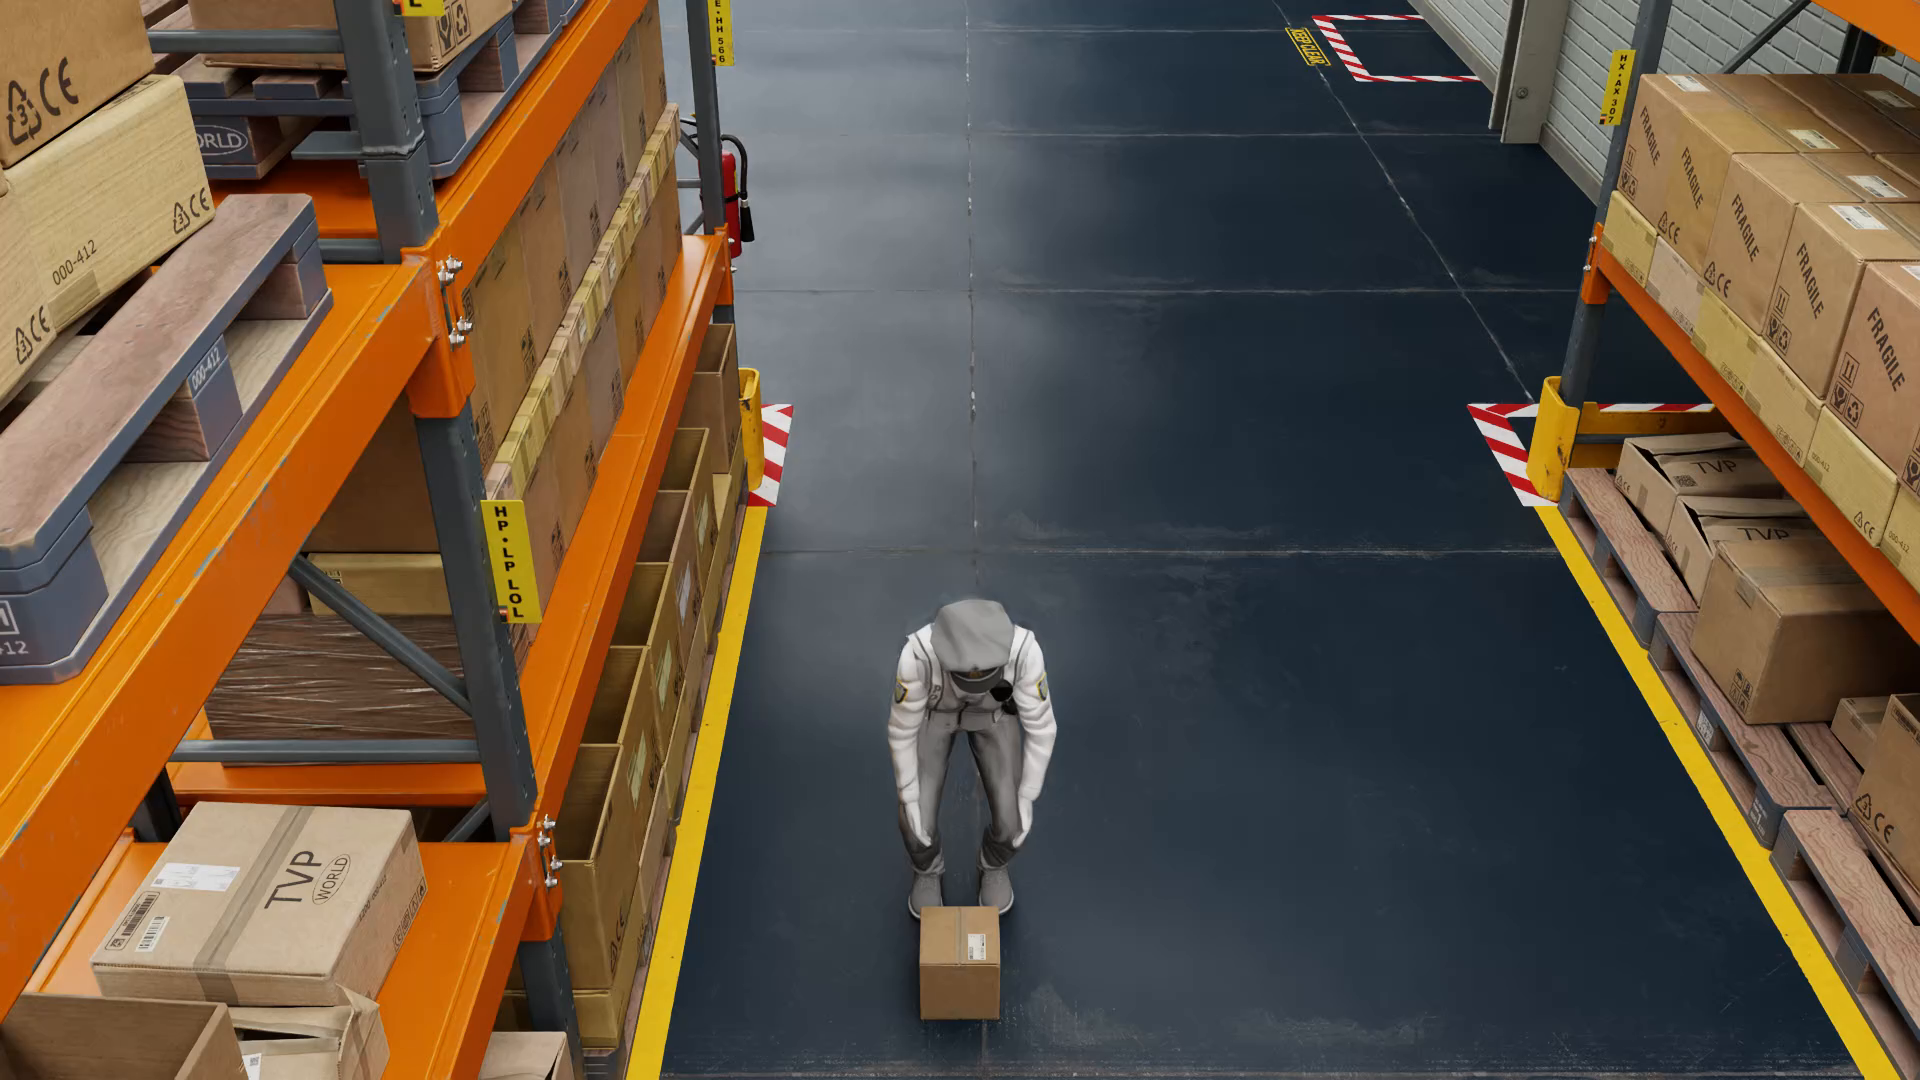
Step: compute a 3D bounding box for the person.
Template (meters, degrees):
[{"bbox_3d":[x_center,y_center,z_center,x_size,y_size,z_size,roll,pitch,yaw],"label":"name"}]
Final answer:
[{"bbox_3d":[0.038,0.674,5.354,0.535,1.348,0.725,0,32,0],"label":"person"}]
